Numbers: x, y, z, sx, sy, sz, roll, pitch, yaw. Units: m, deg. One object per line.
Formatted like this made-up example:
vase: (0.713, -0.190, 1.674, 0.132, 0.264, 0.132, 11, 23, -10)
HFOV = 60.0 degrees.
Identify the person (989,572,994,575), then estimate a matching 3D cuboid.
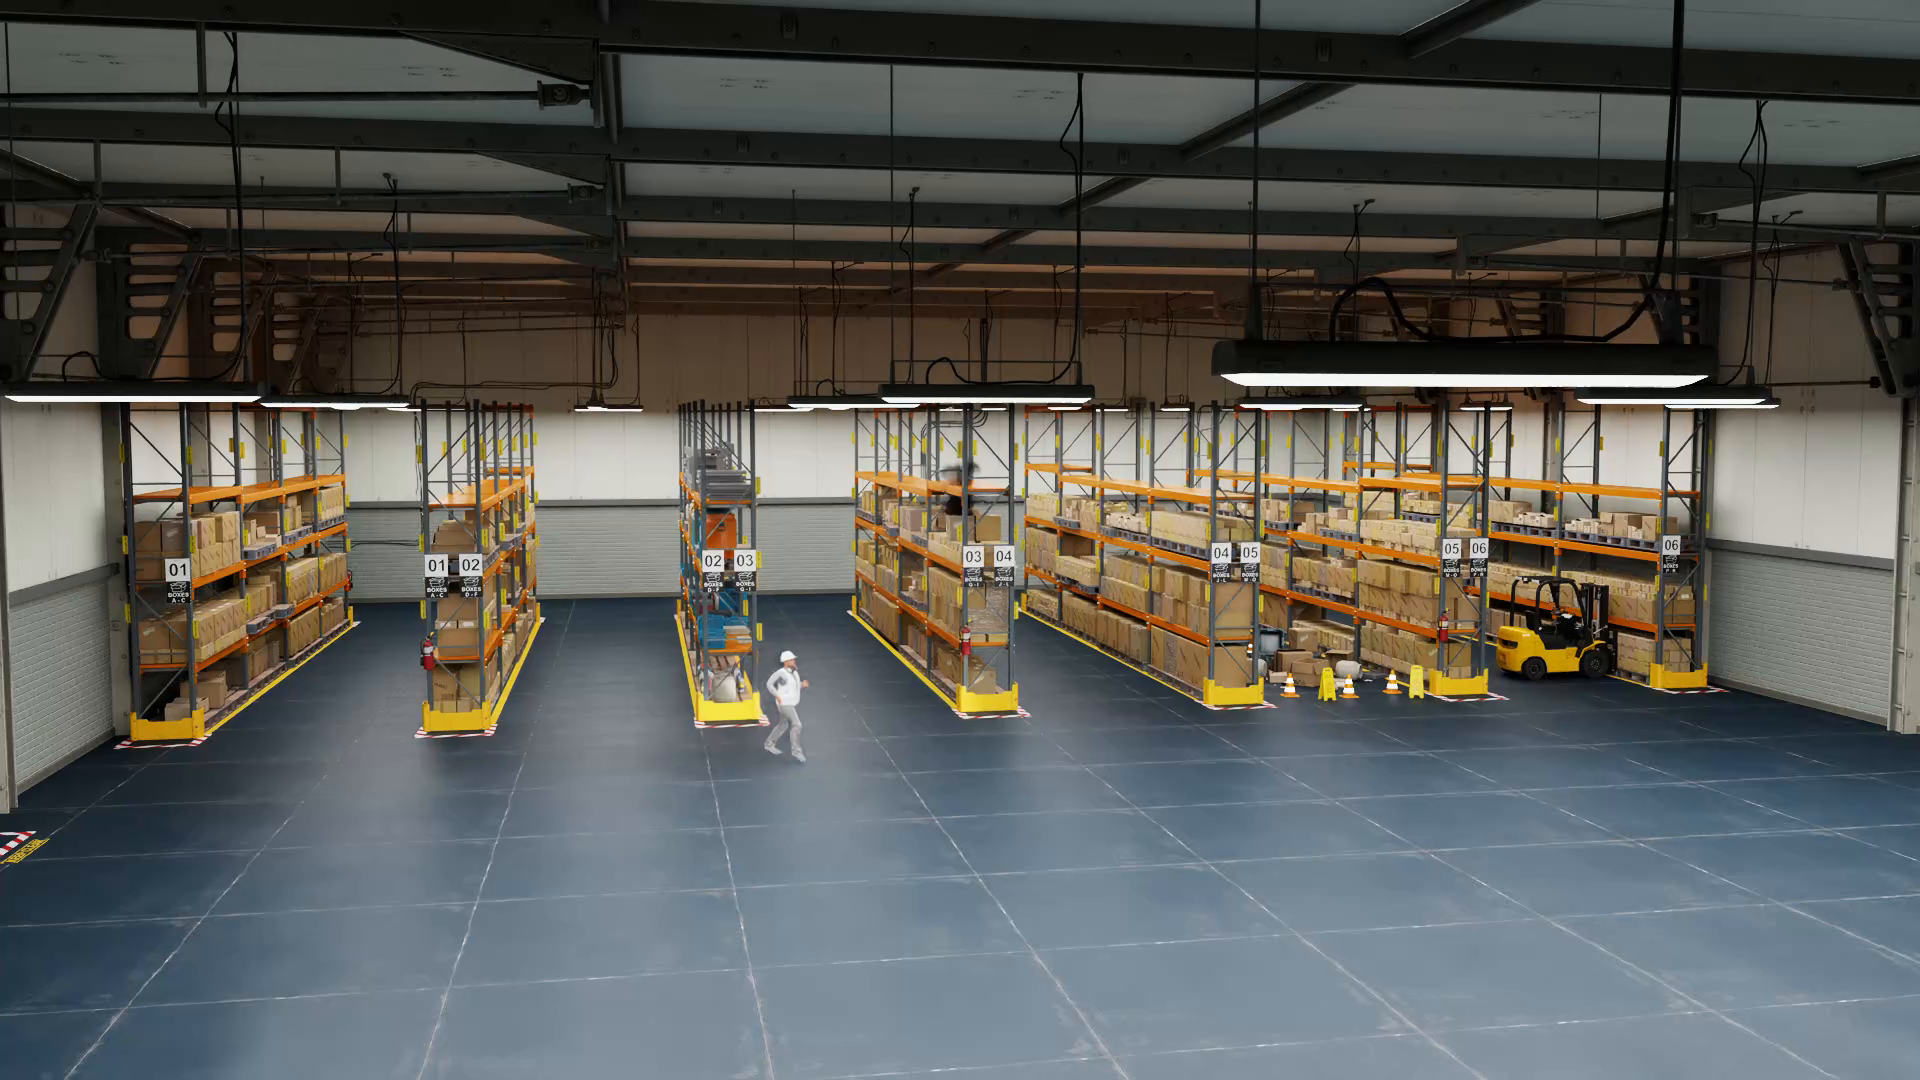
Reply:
person: (0.798, 1.335, 46.939, 0.607, 1.679, 0.892, -1, 4, -9)

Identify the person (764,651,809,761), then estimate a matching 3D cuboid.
person: (-2.893, 2.757, 27.702, 0.788, 1.837, 0.630, 1, 4, 15)
